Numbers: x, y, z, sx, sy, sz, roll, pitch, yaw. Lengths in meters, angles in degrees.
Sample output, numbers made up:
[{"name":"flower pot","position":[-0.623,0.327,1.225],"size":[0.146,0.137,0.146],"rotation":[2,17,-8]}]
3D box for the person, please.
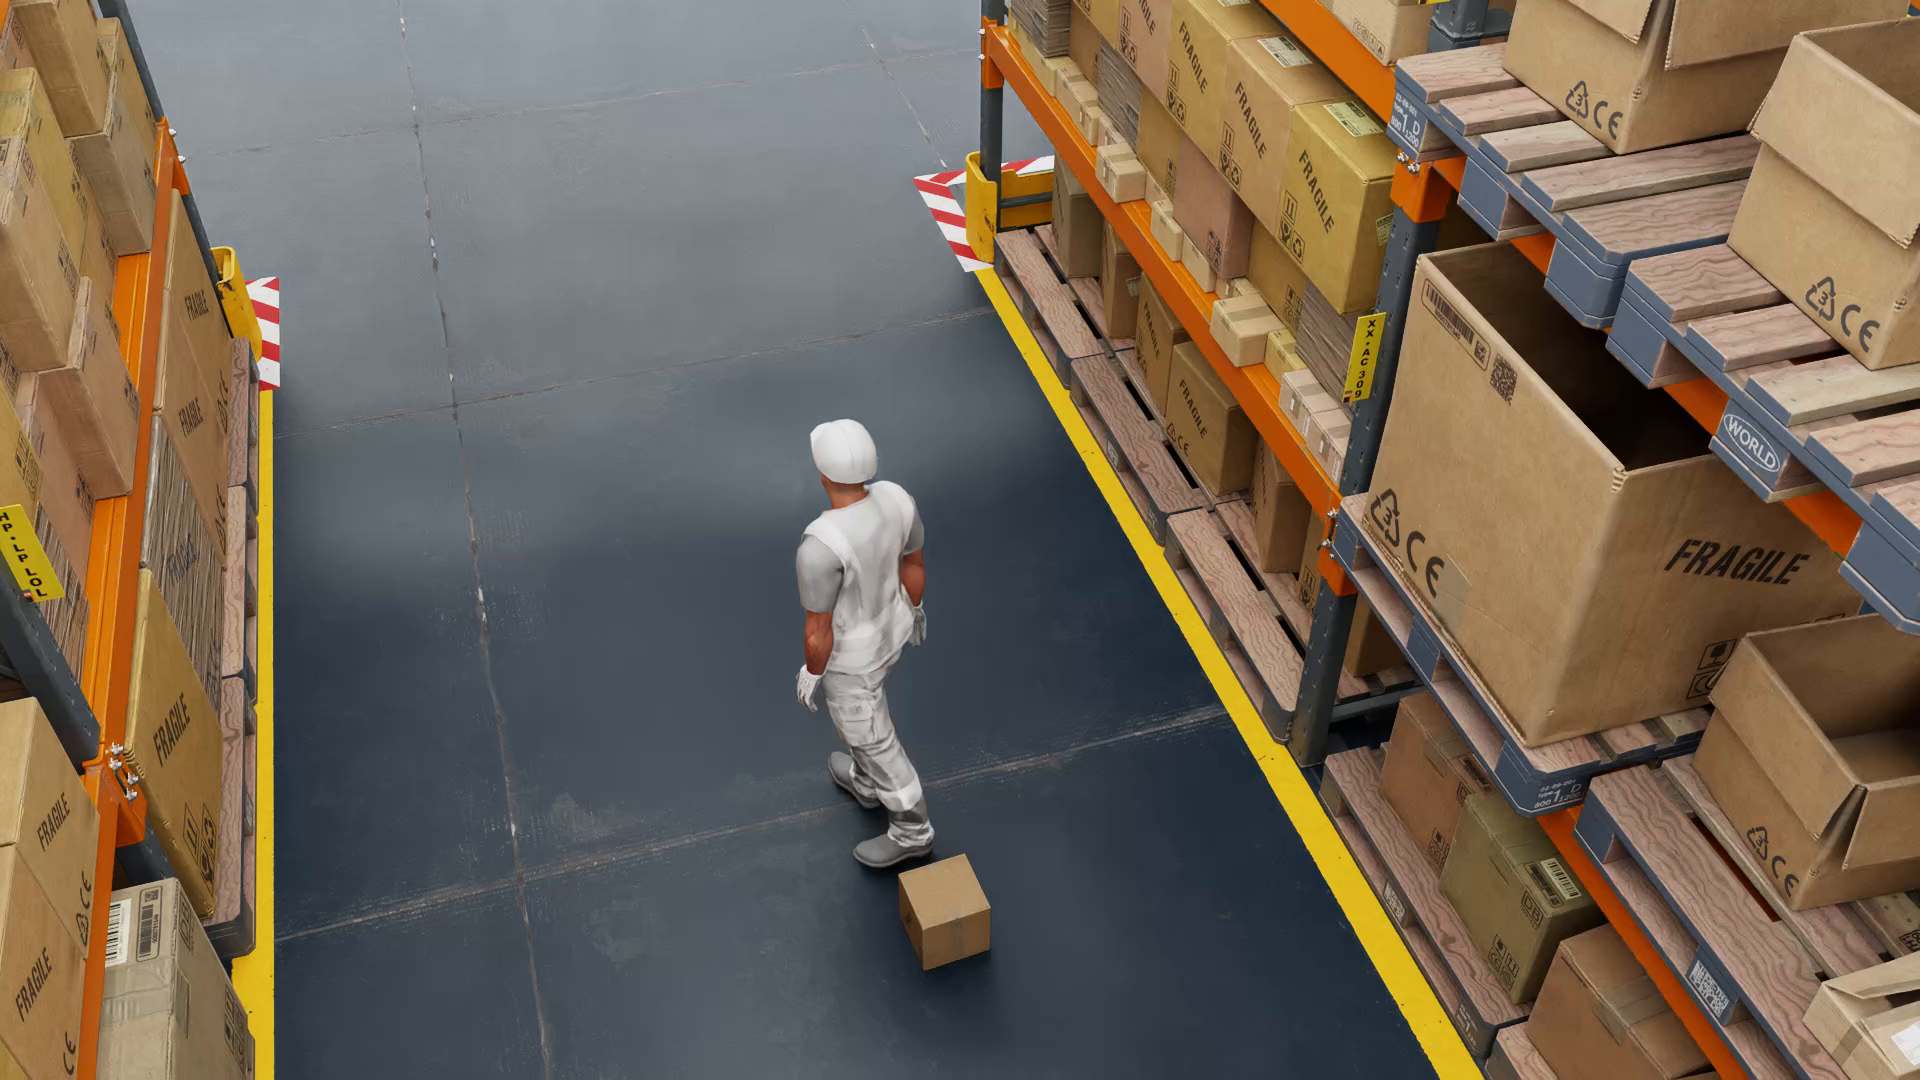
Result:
[{"name":"person","position":[-0.310,0.372,5.734],"size":[0.596,1.779,0.575],"rotation":[24,47,25]}]
